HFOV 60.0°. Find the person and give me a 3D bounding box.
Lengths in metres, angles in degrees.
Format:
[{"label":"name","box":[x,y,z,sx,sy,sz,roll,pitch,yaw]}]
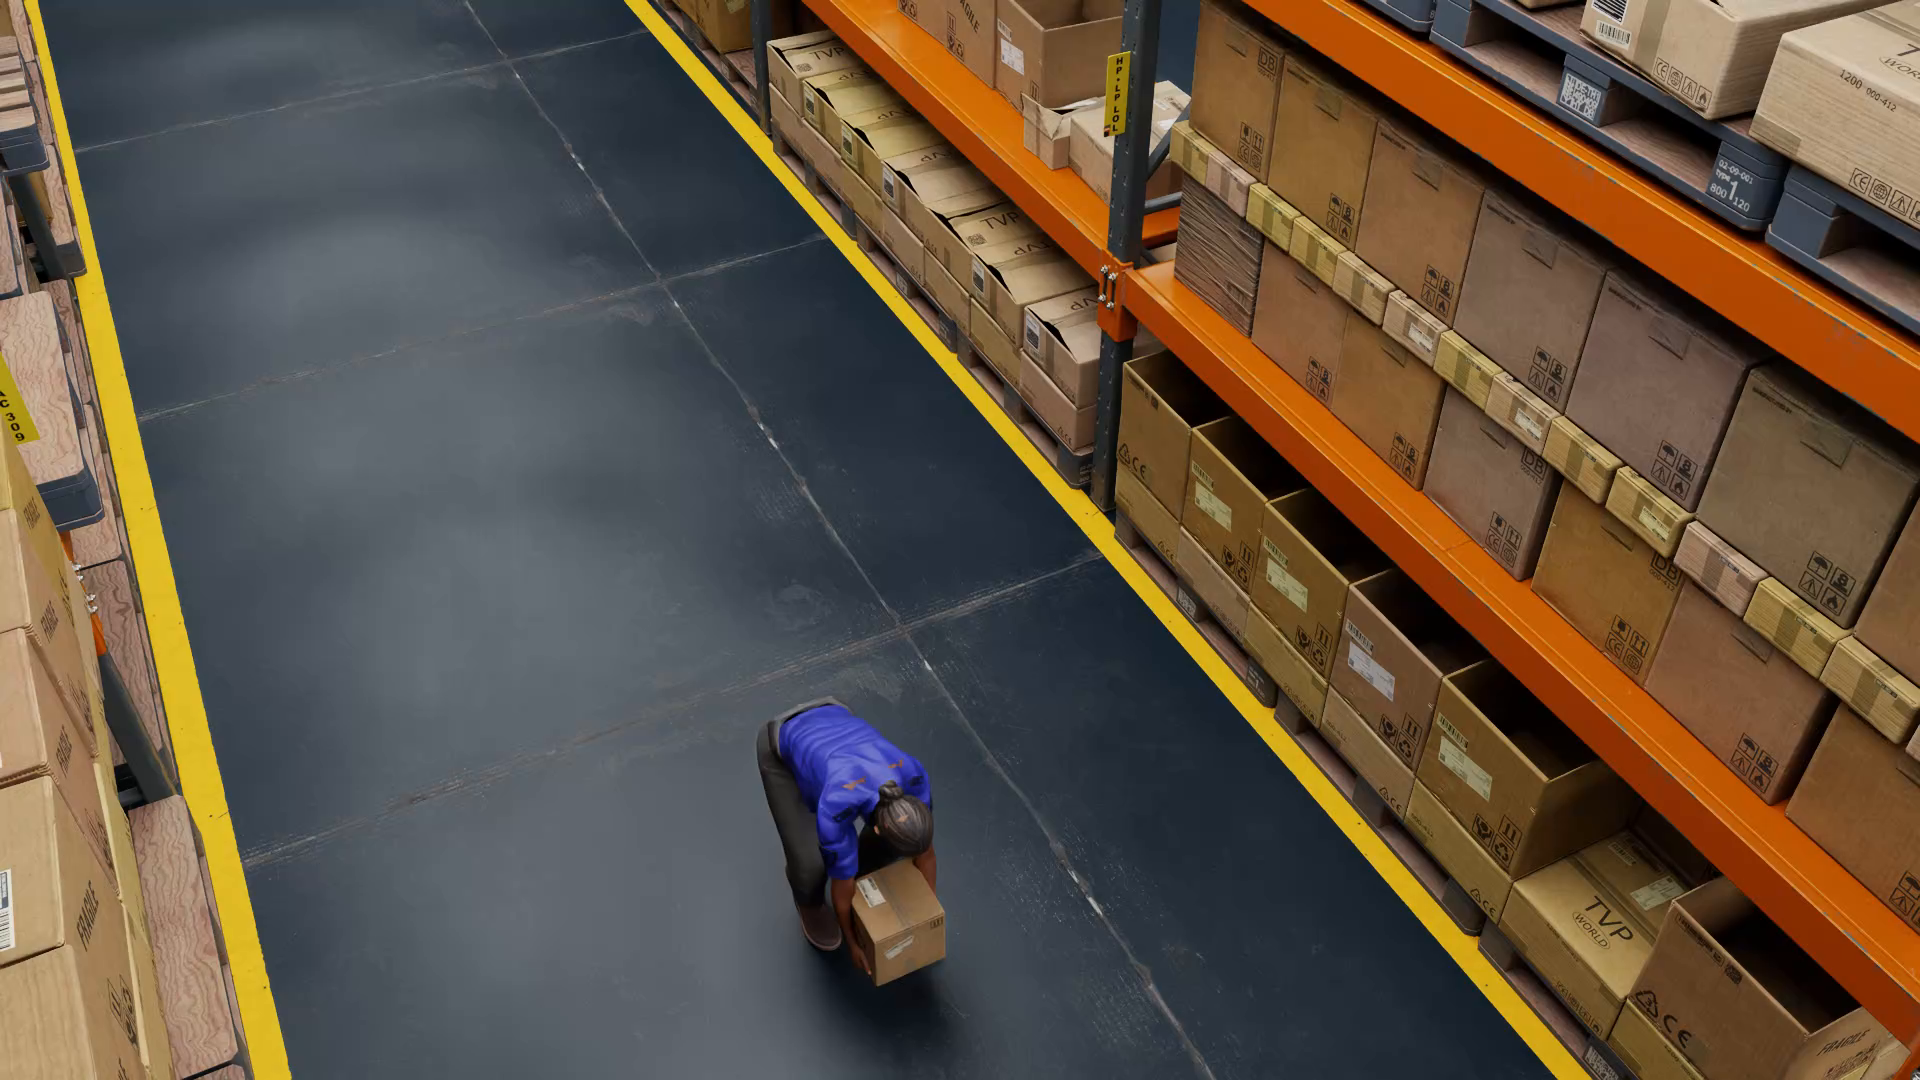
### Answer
[{"label":"person","box":[-0.306,1.026,5.476,0.406,1.035,0.726,-21,46,-22]}]
